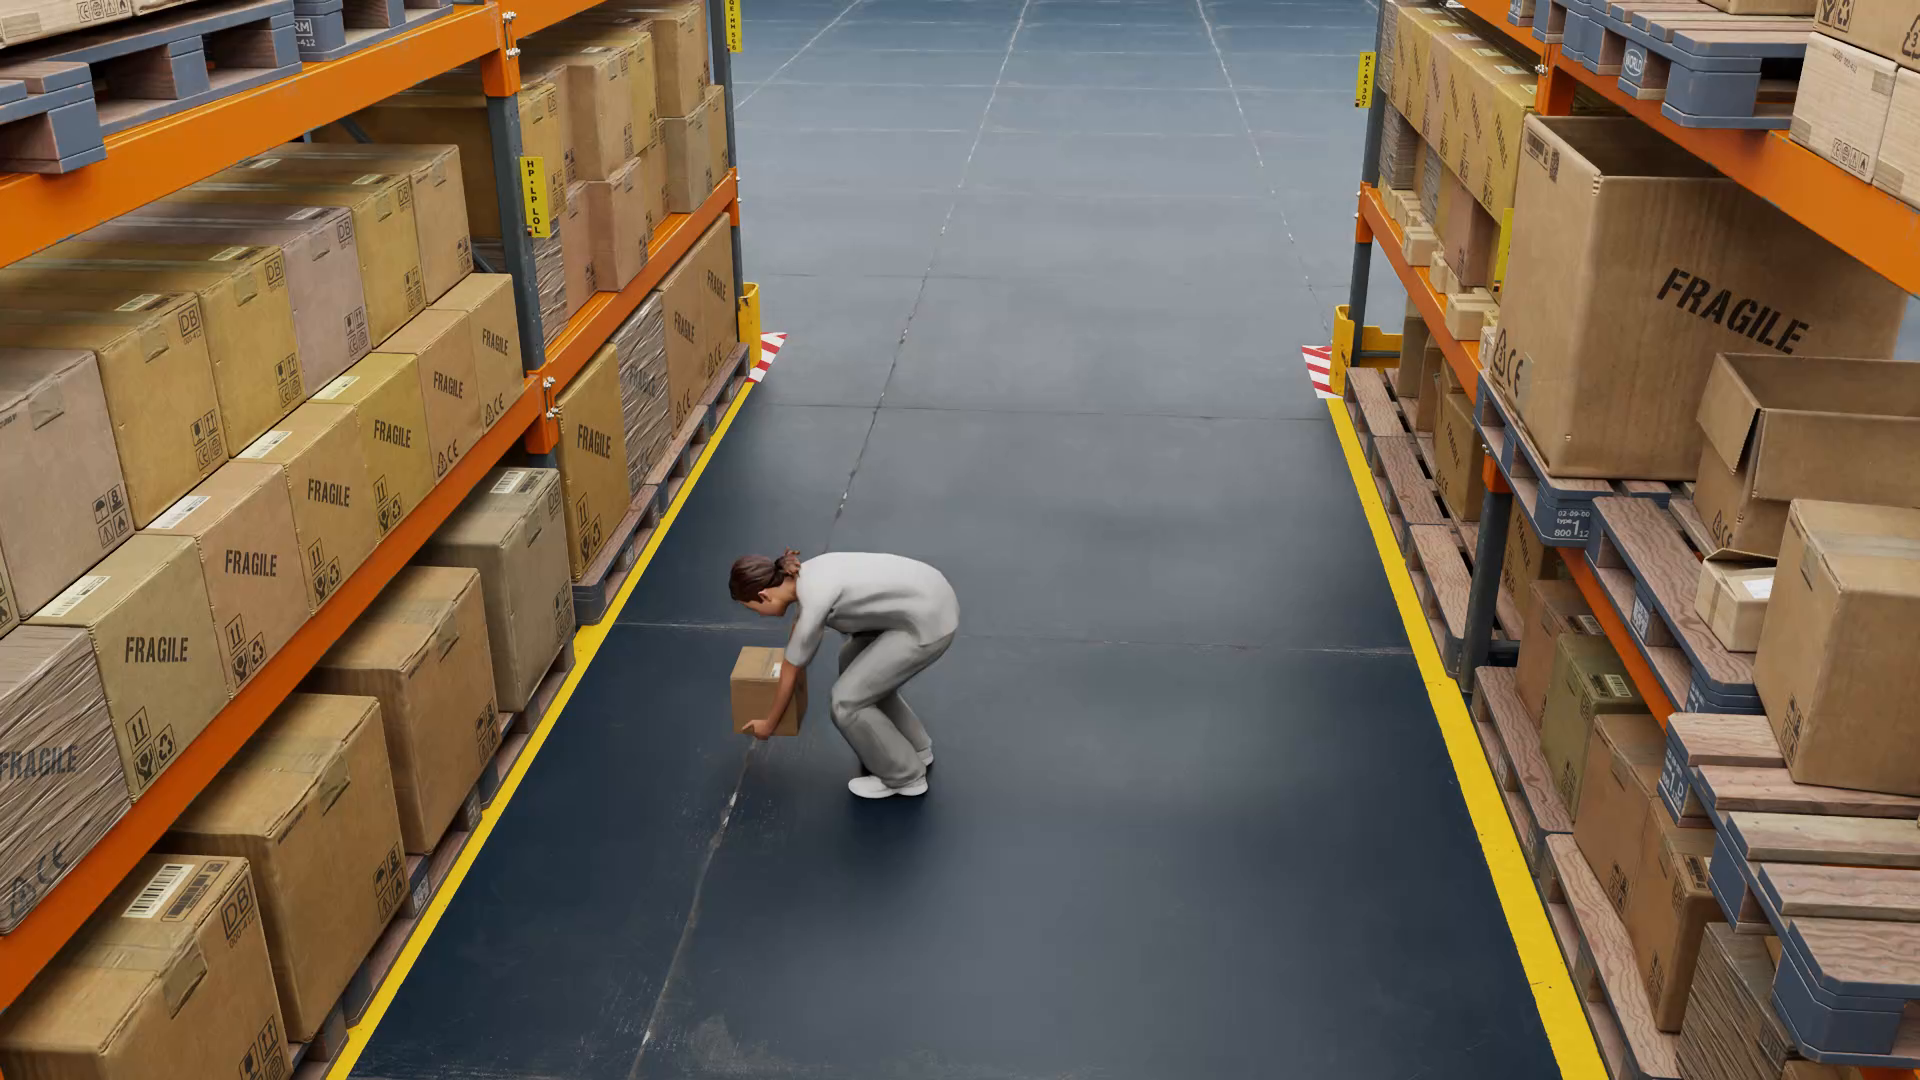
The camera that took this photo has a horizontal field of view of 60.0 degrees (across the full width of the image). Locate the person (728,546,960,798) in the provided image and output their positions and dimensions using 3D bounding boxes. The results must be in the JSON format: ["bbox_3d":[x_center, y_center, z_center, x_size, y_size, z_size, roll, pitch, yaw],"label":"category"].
[{"bbox_3d":[-0.434,0.492,6.379,0.867,0.971,0.472,1,25,2],"label":"person"}]
